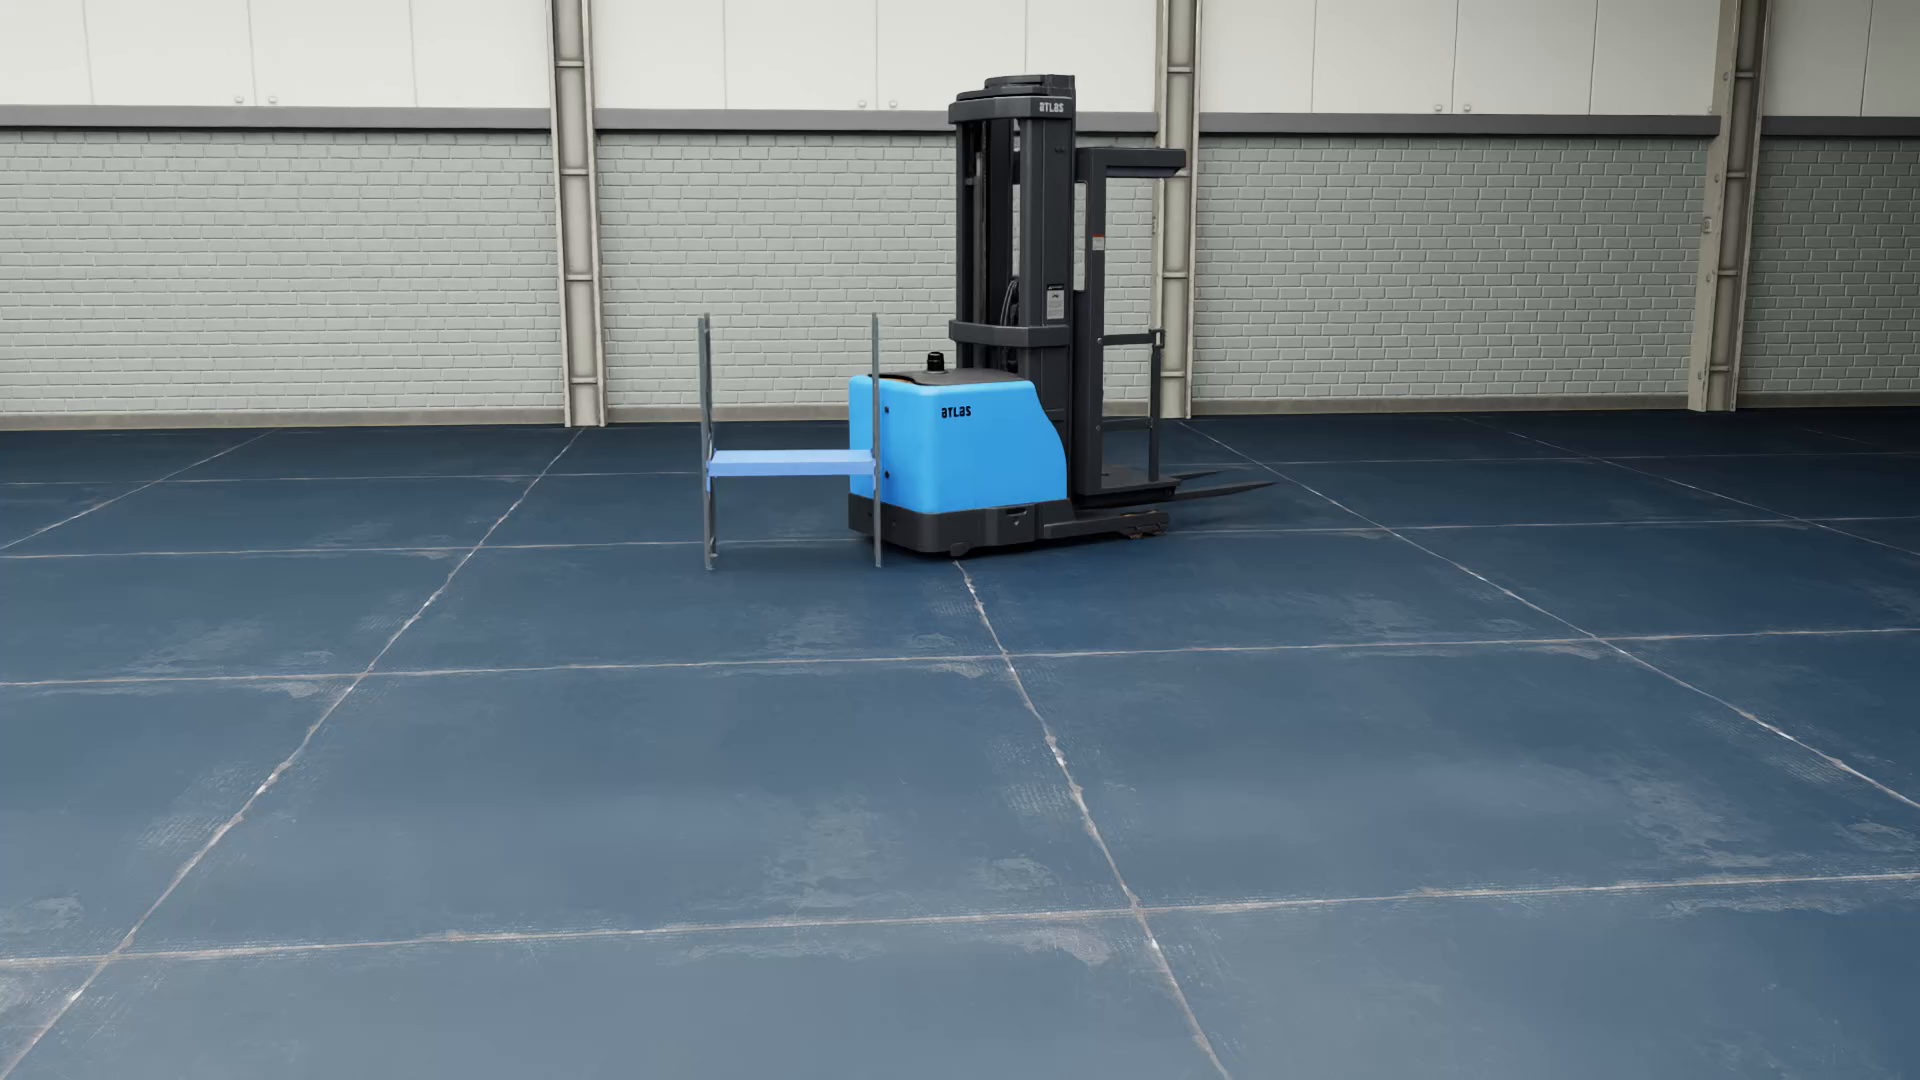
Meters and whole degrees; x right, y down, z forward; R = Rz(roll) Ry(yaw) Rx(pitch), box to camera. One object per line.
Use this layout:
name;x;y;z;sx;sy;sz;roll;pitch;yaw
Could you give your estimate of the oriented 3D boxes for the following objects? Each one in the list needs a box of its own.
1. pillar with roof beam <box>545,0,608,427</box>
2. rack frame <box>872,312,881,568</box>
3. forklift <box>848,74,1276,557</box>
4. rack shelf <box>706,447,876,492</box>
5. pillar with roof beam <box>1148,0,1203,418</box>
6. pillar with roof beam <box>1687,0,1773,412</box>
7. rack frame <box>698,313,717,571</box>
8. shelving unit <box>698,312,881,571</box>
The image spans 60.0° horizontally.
pillar with roof beam;-3.306;-4.756;11.731;0.400;9.000;9.100;-1;11;-6
rack frame;-0.509;-0.615;10.108;0.032;1.500;0.500;-1;11;-4
forklift;0.788;-1.525;11.025;3.031;2.935;1.130;-7;13;-32
rack shelf;-1.016;-0.432;10.107;1.000;0.185;0.538;-1;11;-4
pillar with roof beam;2.659;-4.881;12.367;0.400;9.000;9.100;-1;11;-6
pillar with roof beam;8.624;-5.006;13.003;0.400;9.000;9.100;-1;11;-6
rack frame;-1.523;-0.601;10.038;0.032;1.500;0.500;-1;11;-4
shelving unit;-1.016;-0.608;10.073;1.048;1.500;0.538;-1;11;-4
